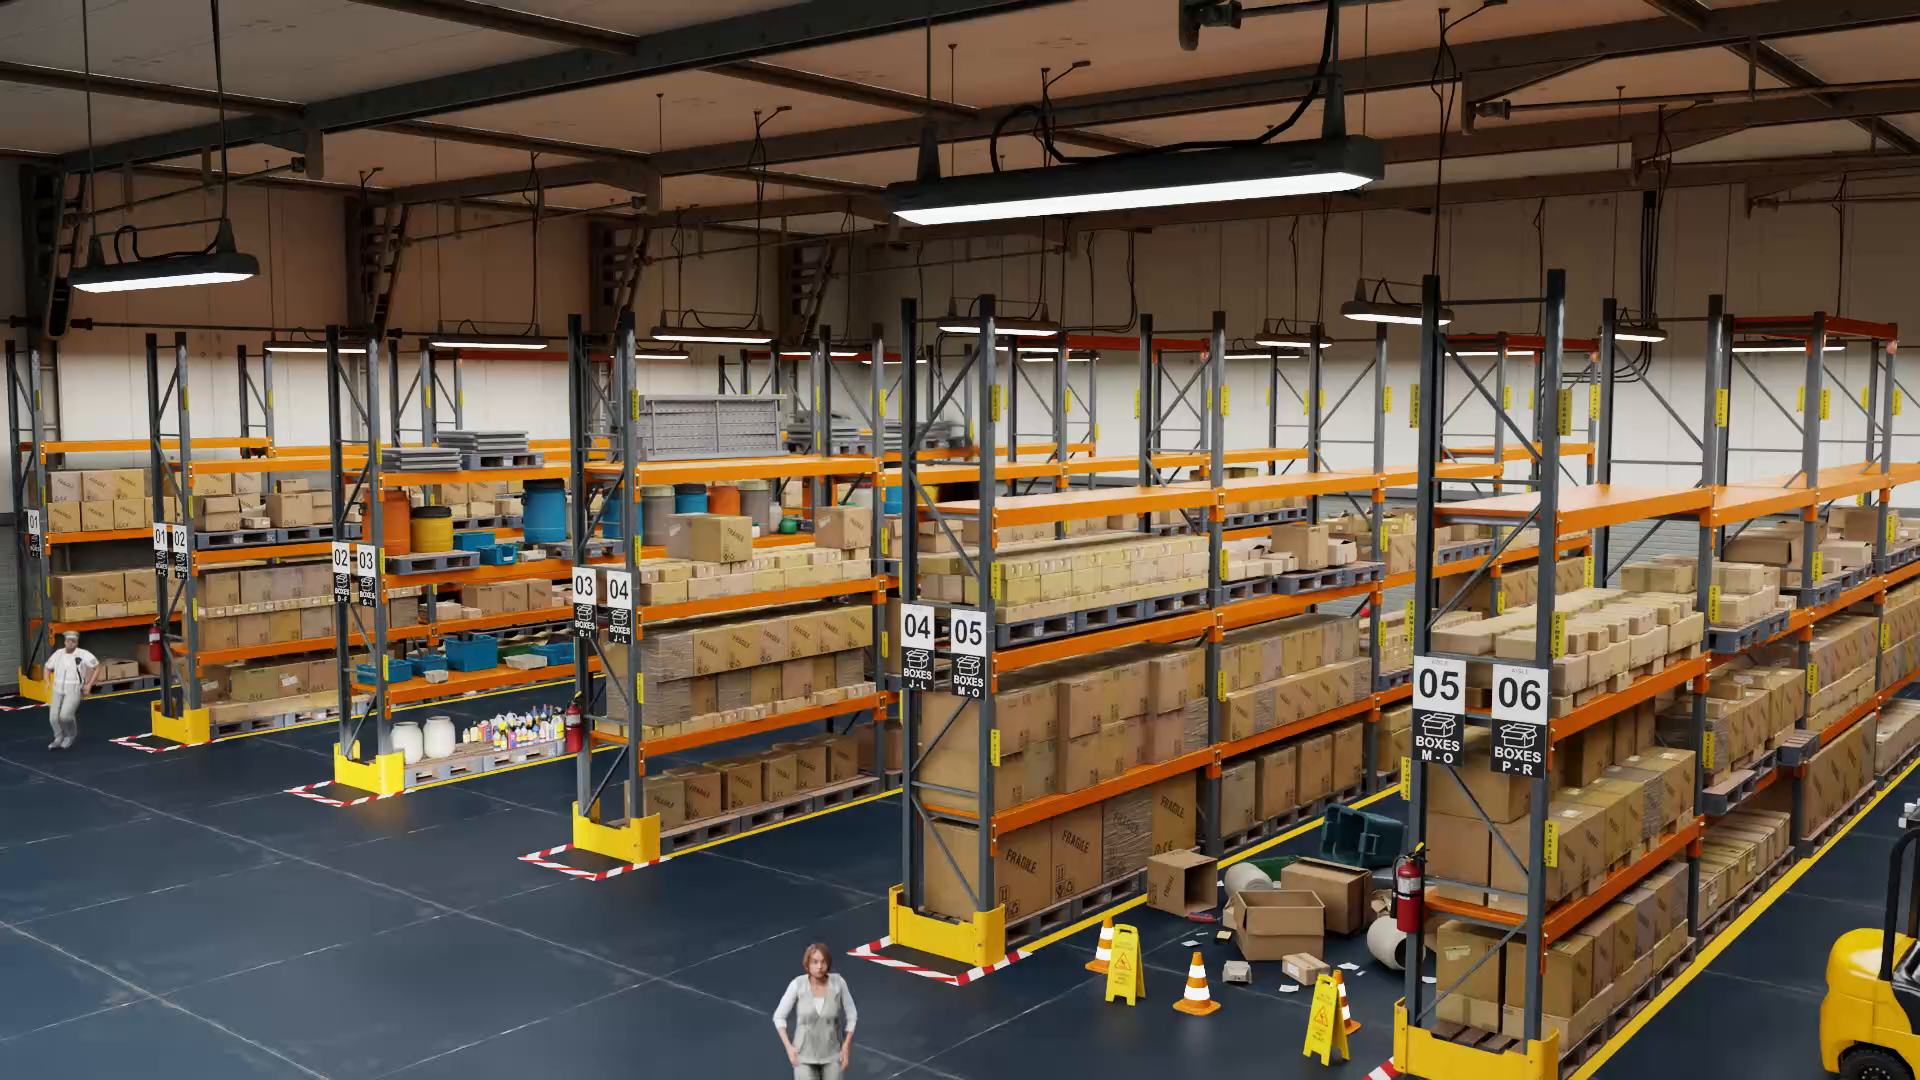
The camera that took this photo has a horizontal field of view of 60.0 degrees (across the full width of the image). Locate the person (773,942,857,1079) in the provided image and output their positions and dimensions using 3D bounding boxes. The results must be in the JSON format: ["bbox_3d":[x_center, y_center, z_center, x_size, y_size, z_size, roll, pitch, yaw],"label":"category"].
[{"bbox_3d":[-0.955,3.412,10.995,0.556,1.571,0.533,-1,5,-7],"label":"person"}]

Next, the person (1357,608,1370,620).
[{"bbox_3d":[6.353,1.952,26.018,0.803,1.777,0.647,-5,7,-43],"label":"person"}]

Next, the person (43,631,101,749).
[{"bbox_3d":[-12.804,2.157,23.894,0.722,1.724,0.571,0,5,-5],"label":"person"}]
